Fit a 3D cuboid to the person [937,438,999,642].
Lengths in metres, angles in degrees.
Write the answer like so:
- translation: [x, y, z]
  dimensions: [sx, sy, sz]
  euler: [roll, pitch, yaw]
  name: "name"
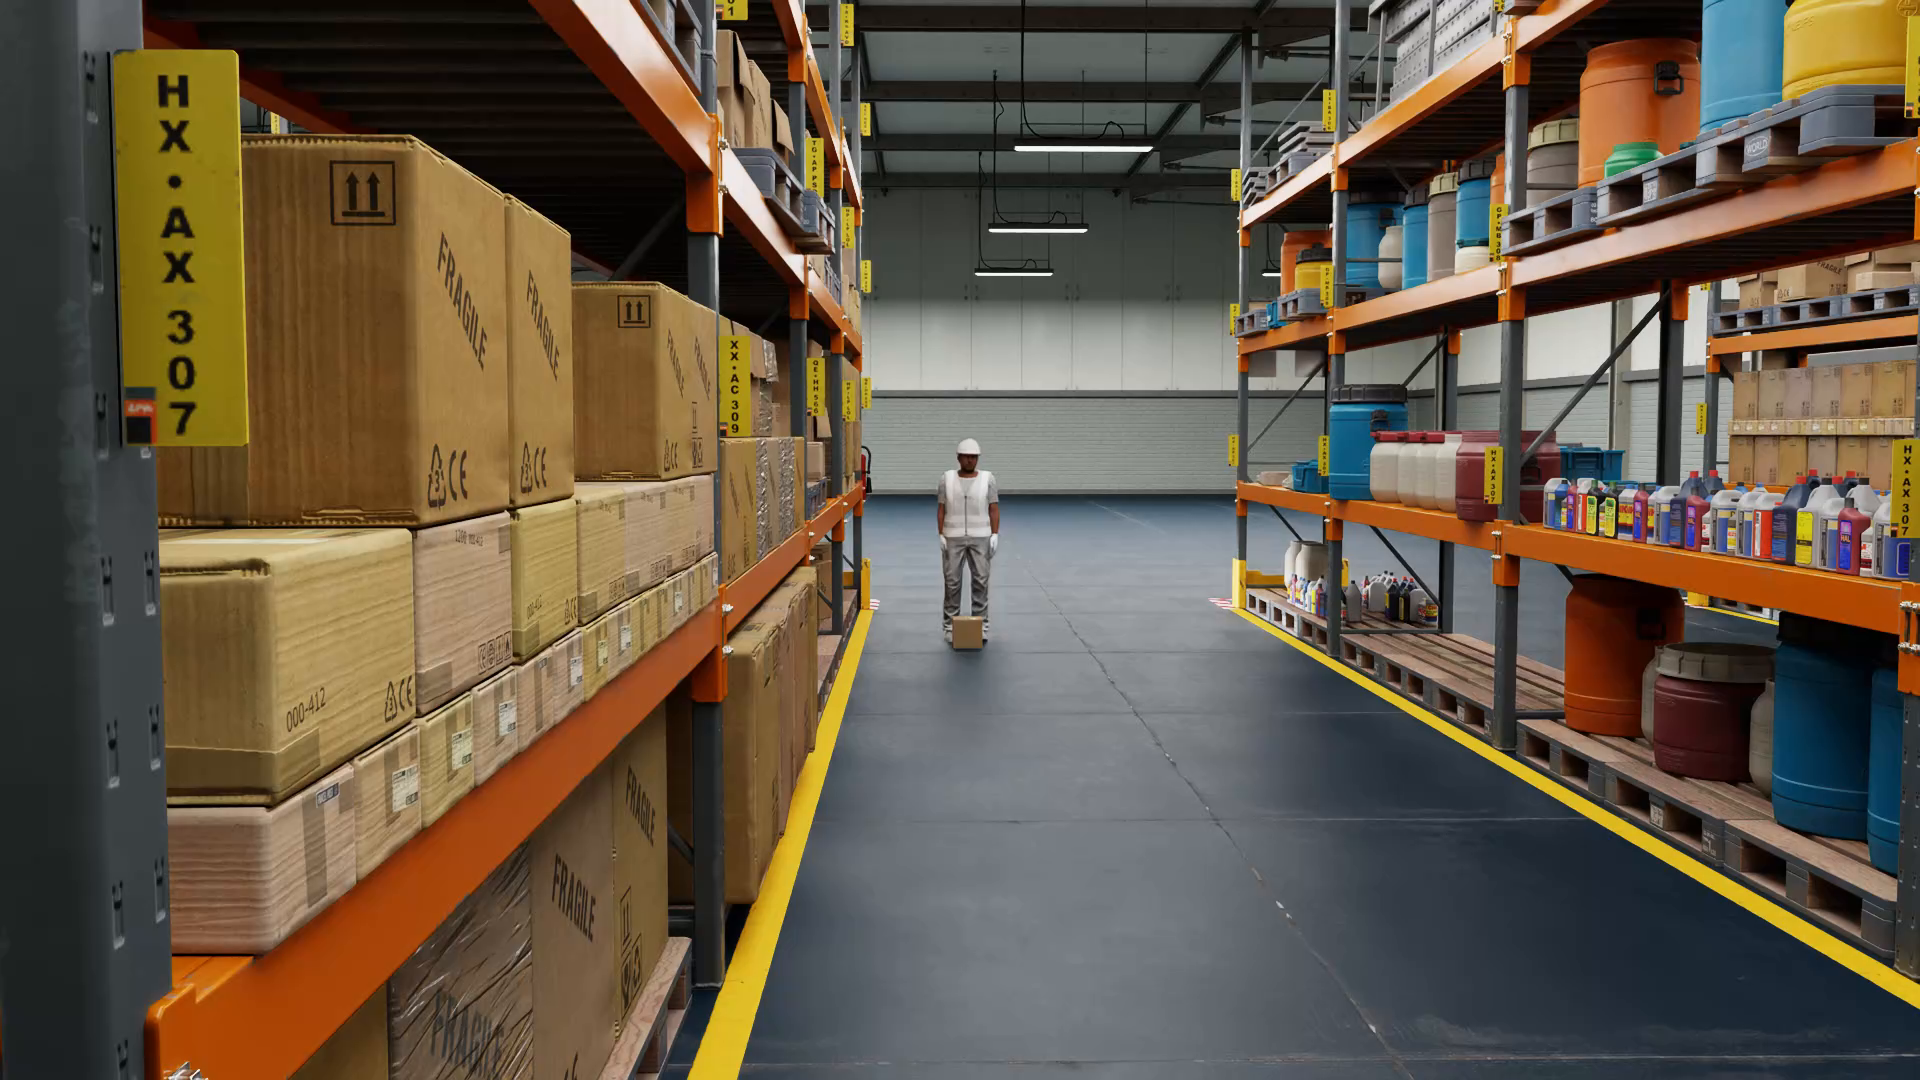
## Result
- translation: [0.075, -0.002, 14.619]
  dimensions: [0.545, 1.781, 0.354]
  euler: [0, 4, 0]
  name: "person"
